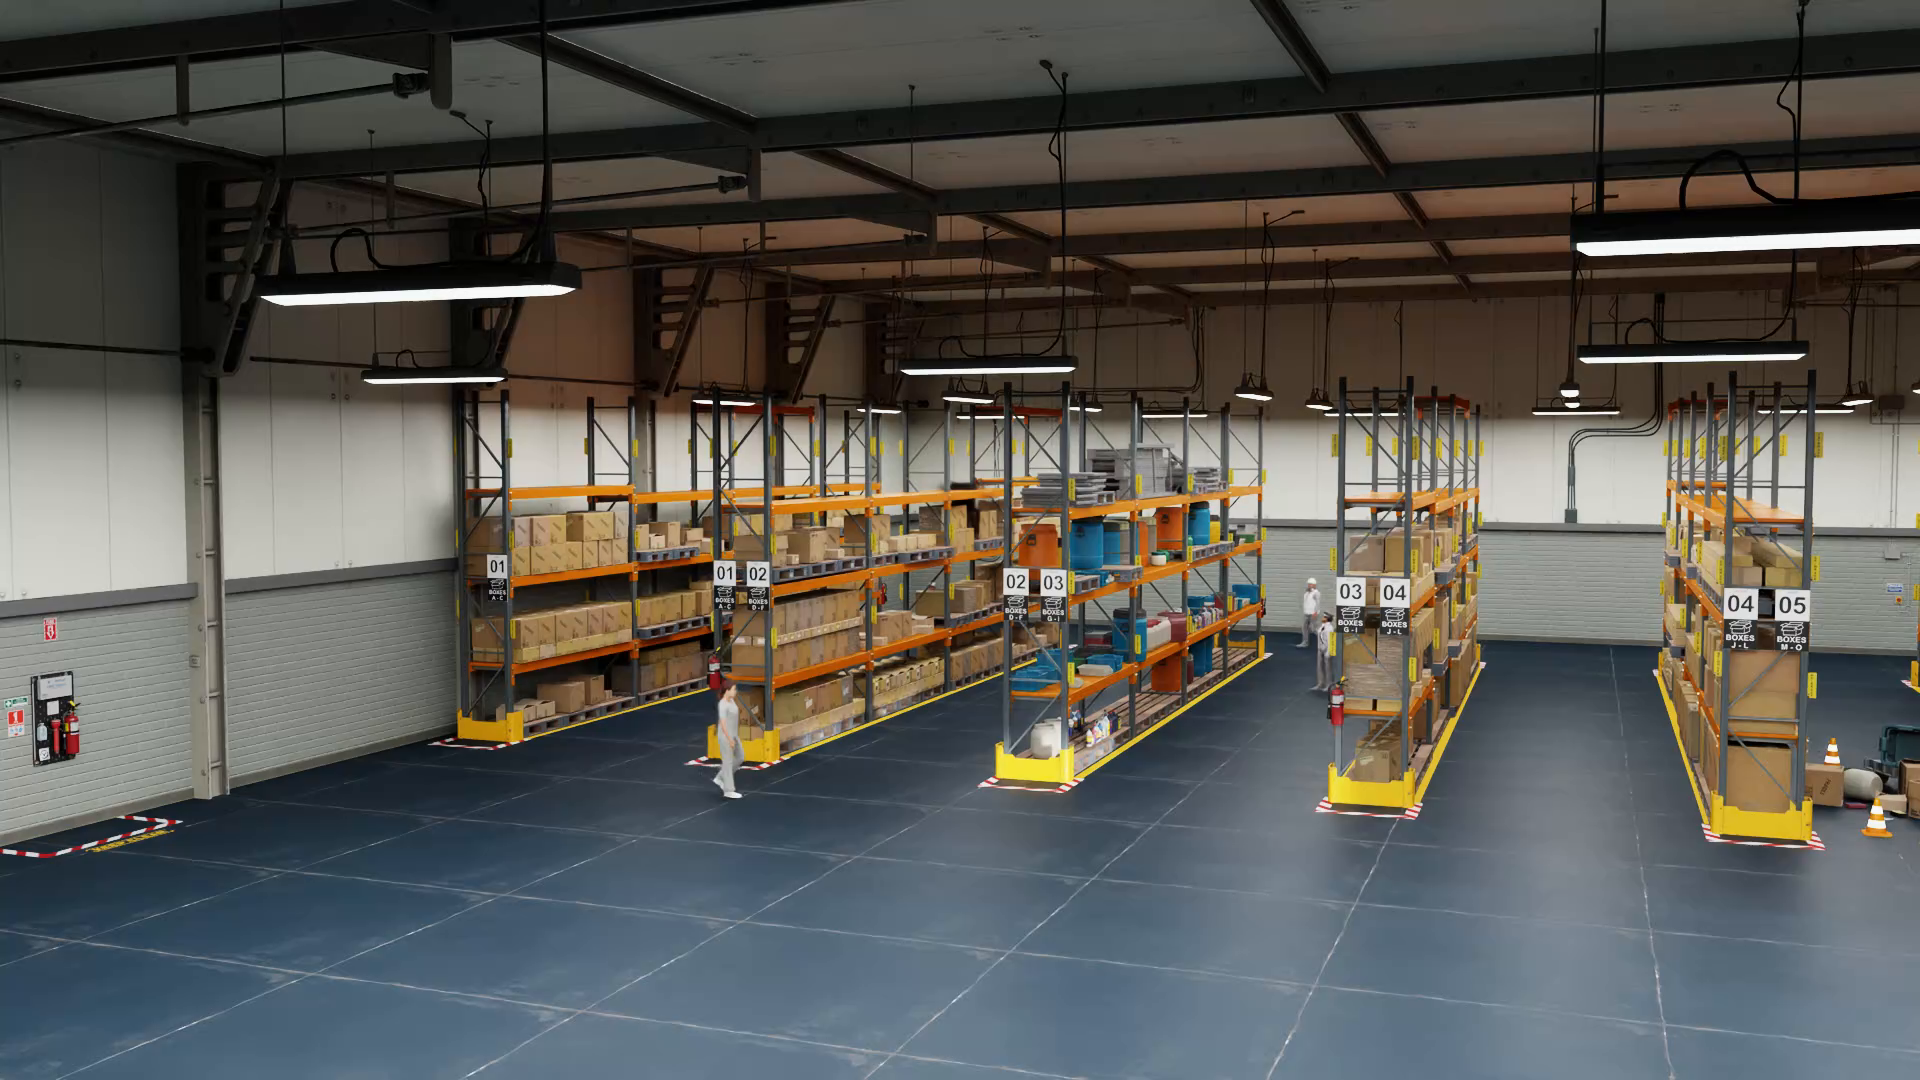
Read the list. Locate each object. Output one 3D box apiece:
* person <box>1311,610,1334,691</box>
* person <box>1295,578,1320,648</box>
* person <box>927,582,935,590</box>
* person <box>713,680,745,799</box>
[{"bbox_3d":[7.530,2.292,34.307,0.394,1.700,0.522,-1,3,-19],"label":"person"},{"bbox_3d":[8.846,1.831,41.680,0.776,1.753,0.569,-1,3,-17],"label":"person"},{"bbox_3d":[-0.738,1.895,40.791,0.572,1.720,1.054,1,3,20],"label":"person"},{"bbox_3d":[-3.325,2.849,23.953,0.523,1.677,0.553,1,3,14],"label":"person"}]
